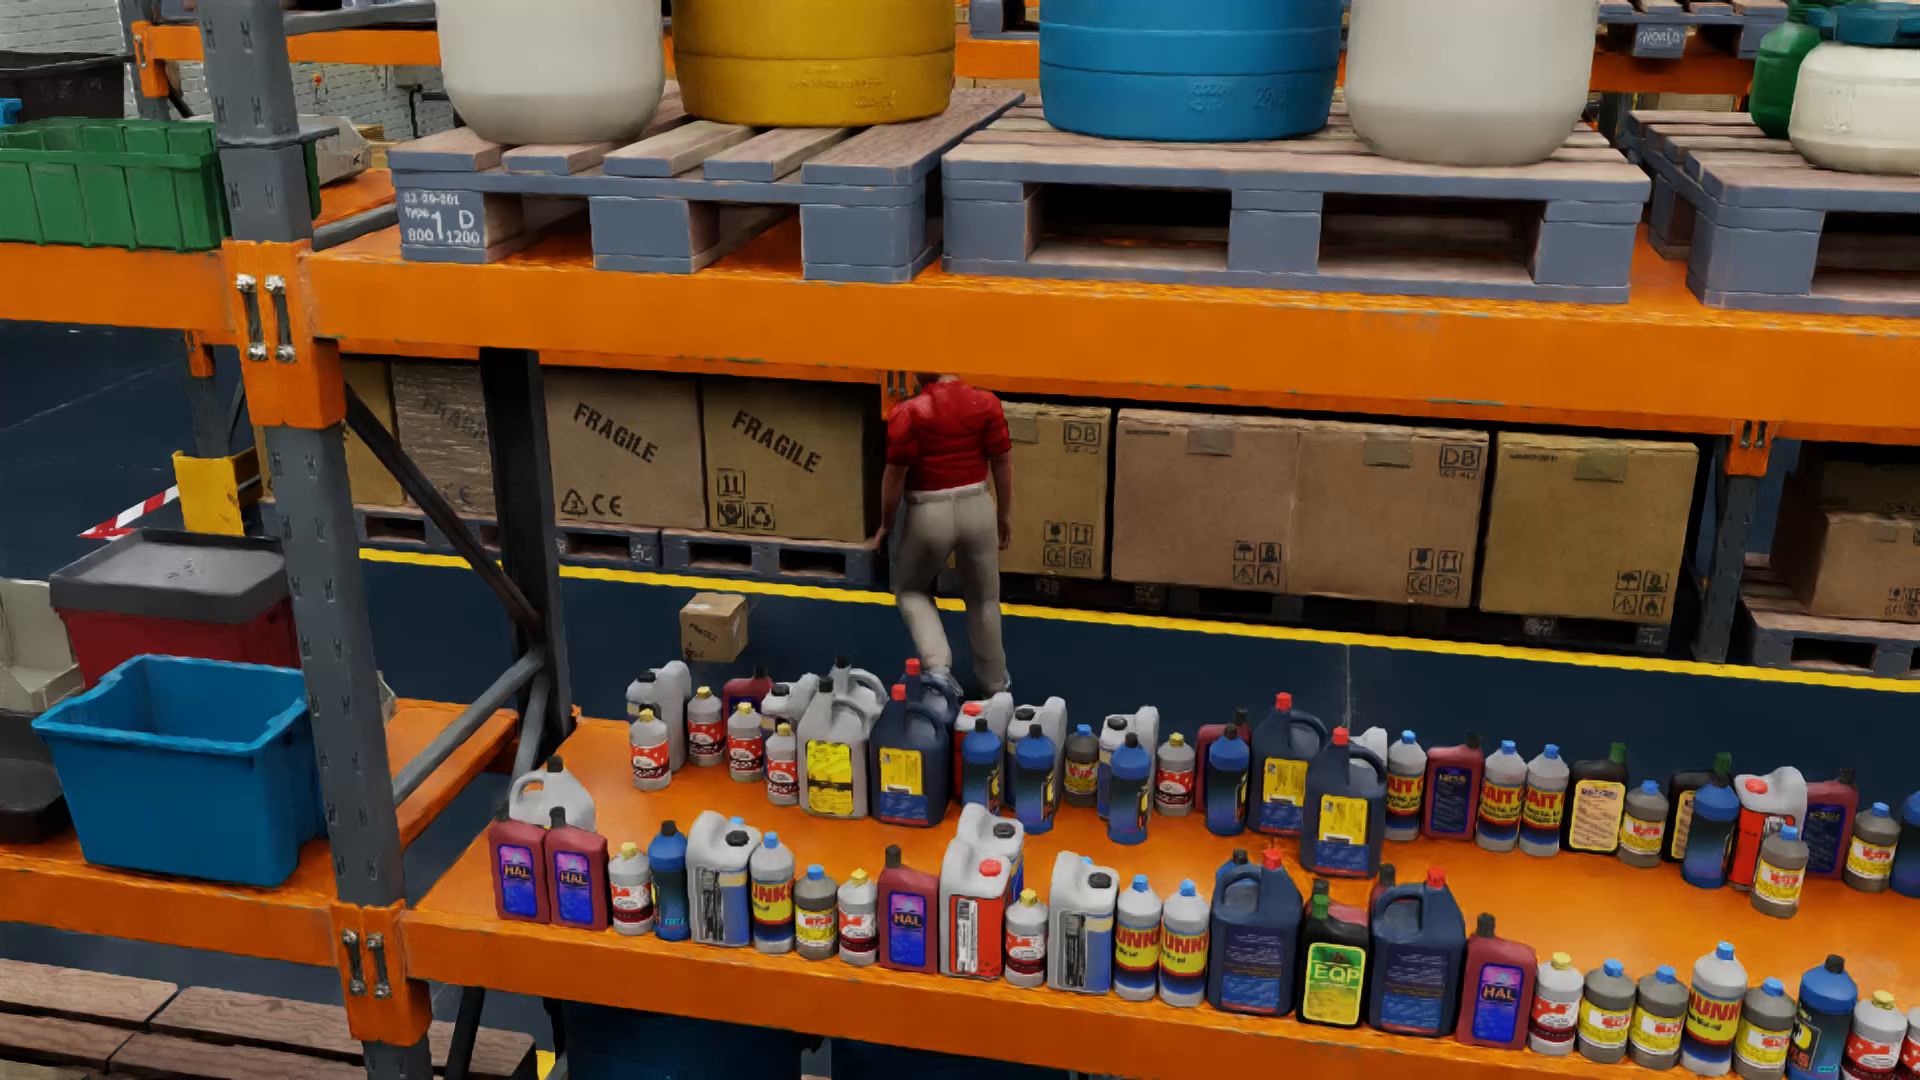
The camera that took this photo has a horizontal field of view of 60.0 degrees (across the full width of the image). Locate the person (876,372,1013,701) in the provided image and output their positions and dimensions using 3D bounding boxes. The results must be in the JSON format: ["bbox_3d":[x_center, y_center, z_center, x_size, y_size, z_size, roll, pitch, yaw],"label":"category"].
[{"bbox_3d":[-0.047,-0.072,7.251,0.630,1.695,0.486,-5,22,-11],"label":"person"}]
